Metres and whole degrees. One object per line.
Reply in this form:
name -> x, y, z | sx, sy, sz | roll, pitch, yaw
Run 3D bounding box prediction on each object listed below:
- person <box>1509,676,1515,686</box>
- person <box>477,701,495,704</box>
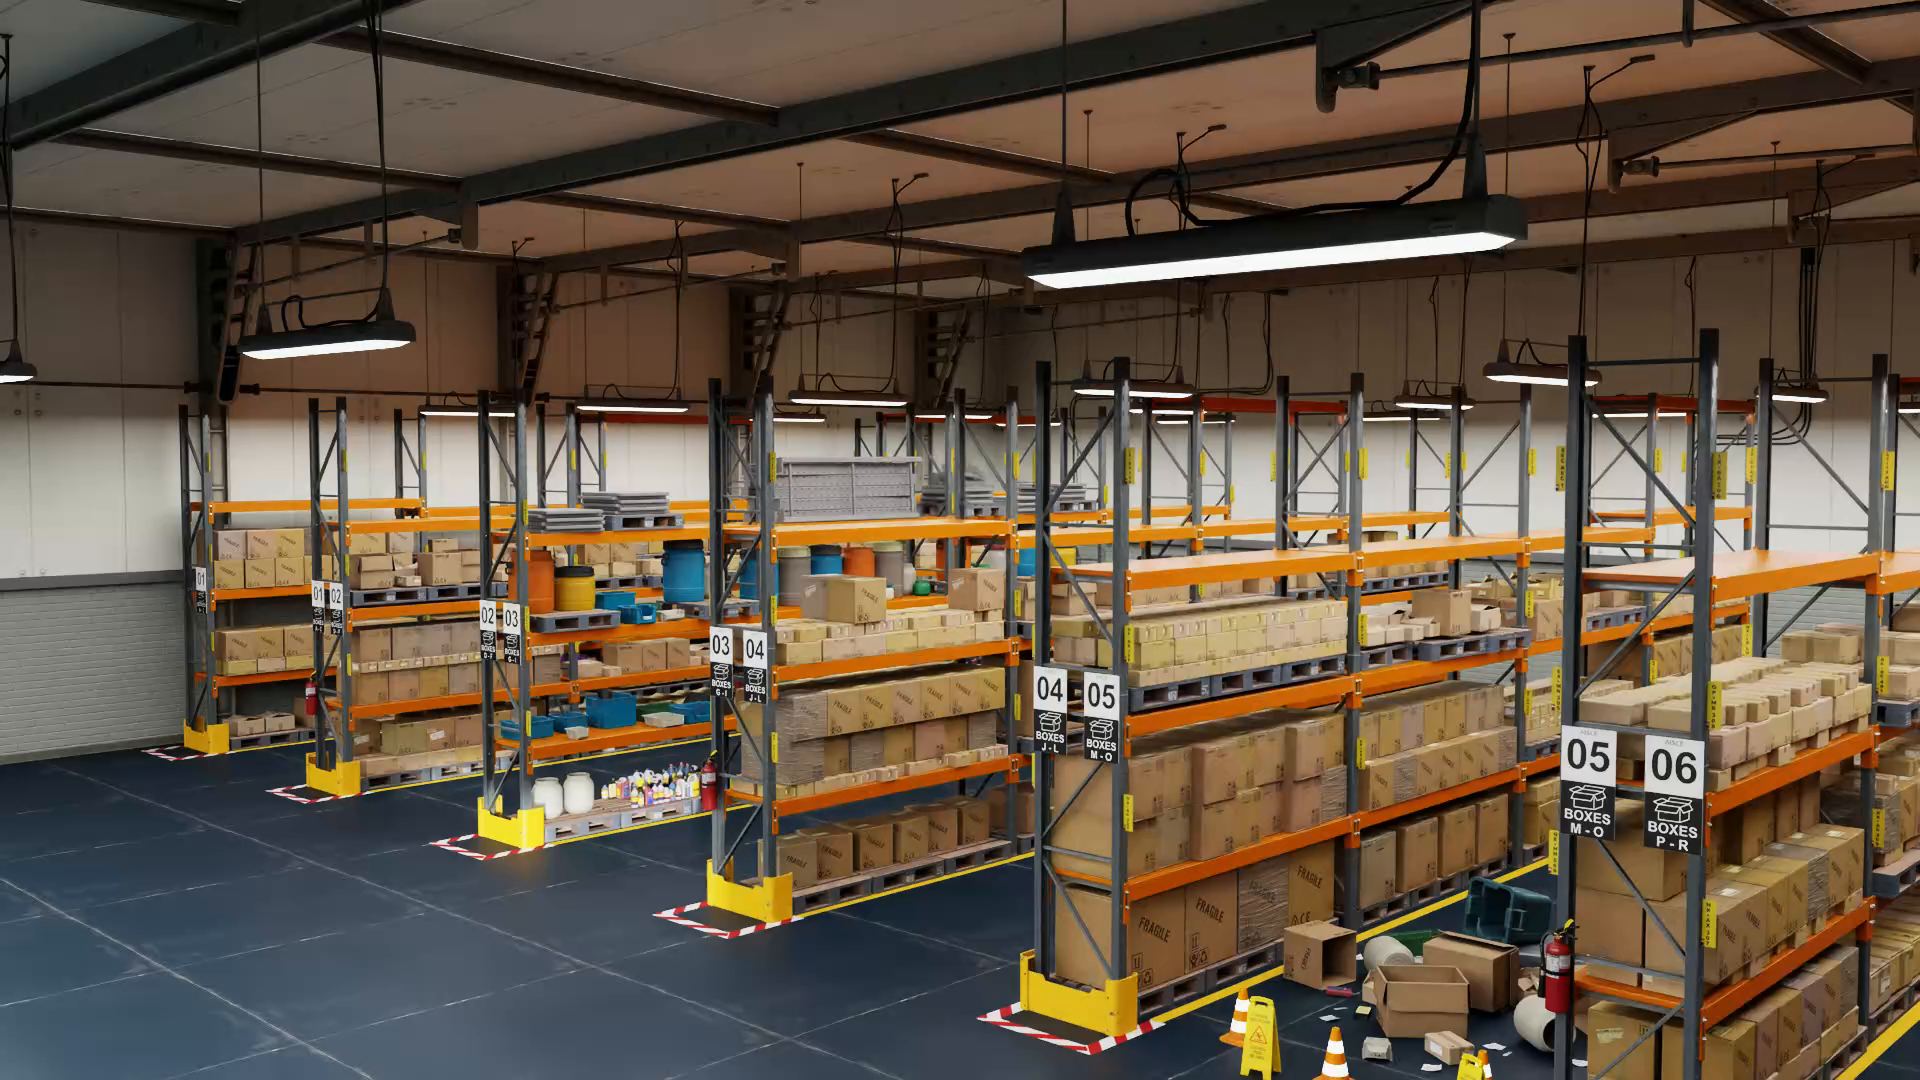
person -> 8.649, 2.947, 25.647 | 0.664, 1.741, 0.685 | -3, 4, -40
person -> -8.297, 2.768, 29.219 | 0.741, 1.794, 0.707 | -3, 4, -42
